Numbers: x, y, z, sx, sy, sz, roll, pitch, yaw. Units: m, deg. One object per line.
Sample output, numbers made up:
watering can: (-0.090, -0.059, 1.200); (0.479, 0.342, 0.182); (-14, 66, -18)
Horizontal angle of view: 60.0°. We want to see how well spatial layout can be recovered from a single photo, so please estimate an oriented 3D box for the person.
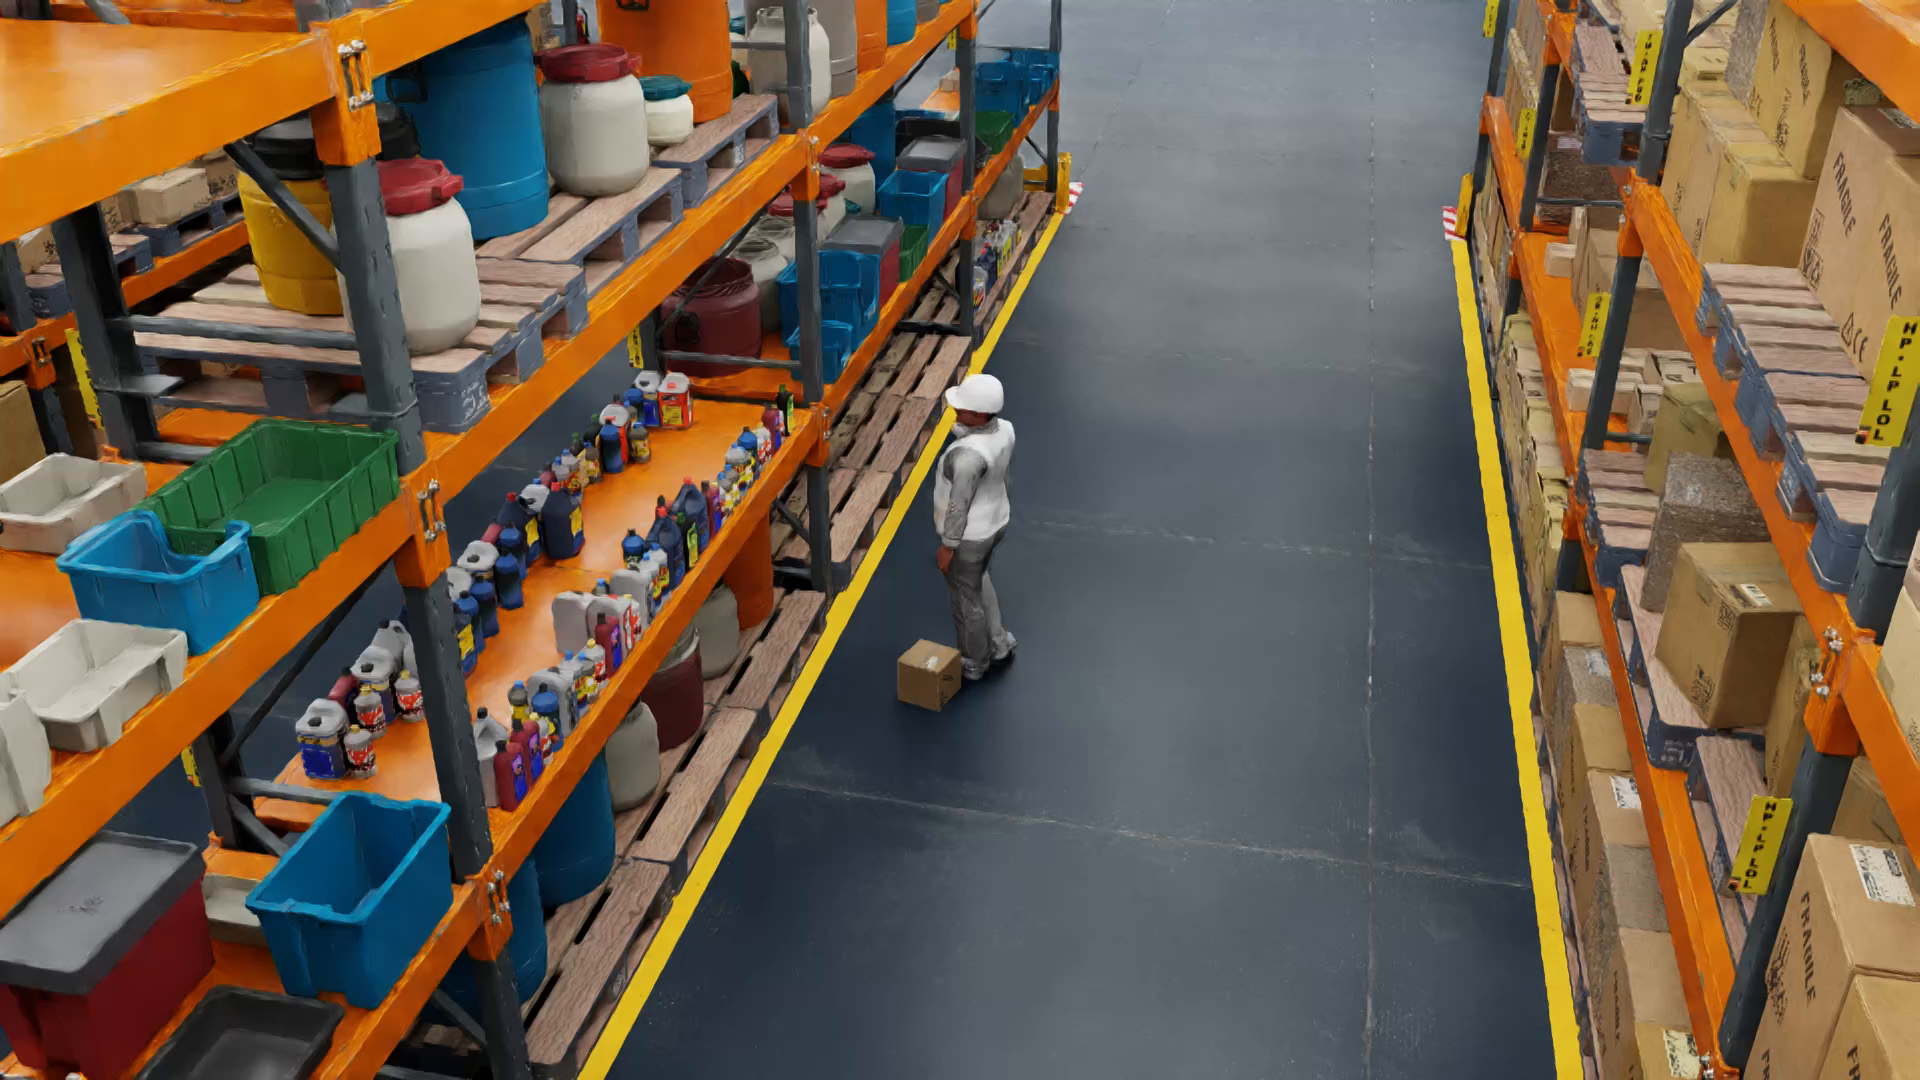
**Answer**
person: (0.065, -0.075, 8.727); (0.386, 1.762, 0.585); (15, 32, 25)
